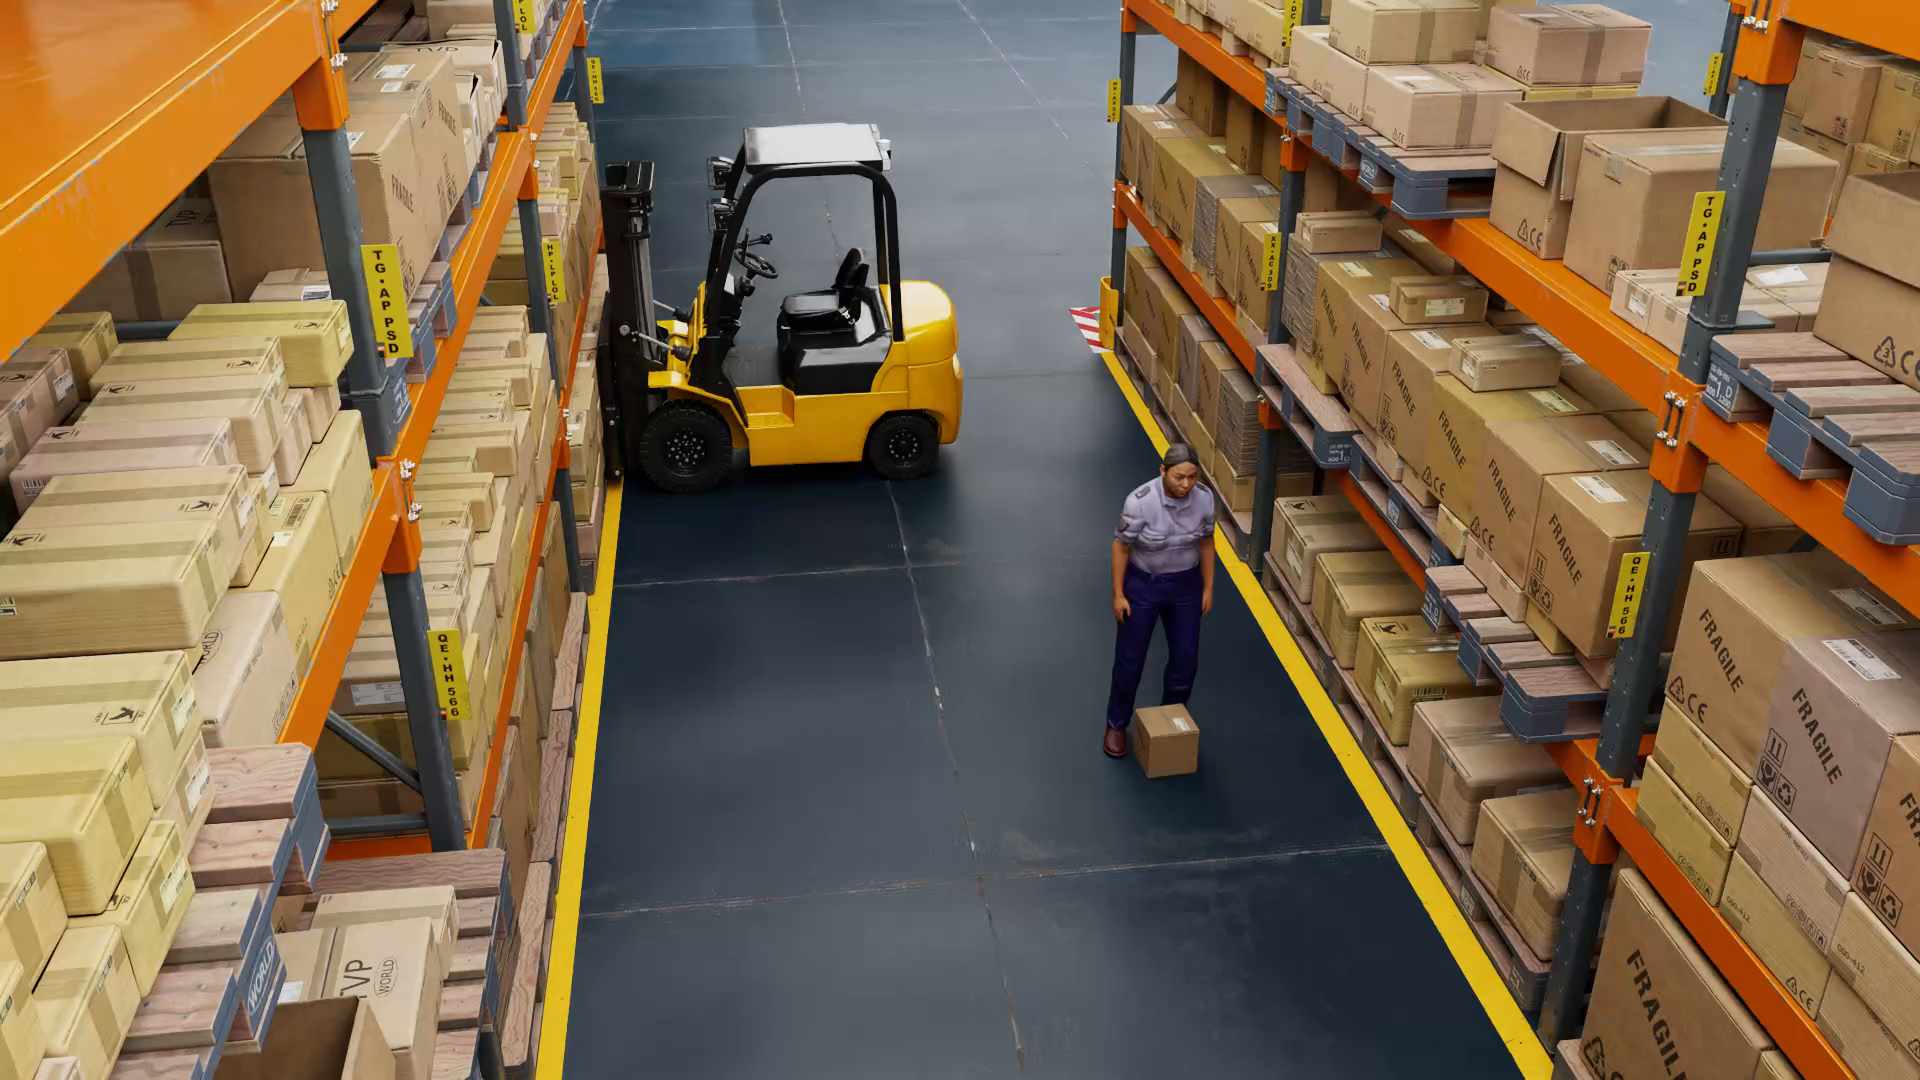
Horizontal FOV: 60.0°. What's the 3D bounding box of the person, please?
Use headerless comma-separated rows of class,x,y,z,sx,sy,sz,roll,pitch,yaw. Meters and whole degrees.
person,0.985,0.283,8.080,0.556,1.651,0.392,-5,28,-10
